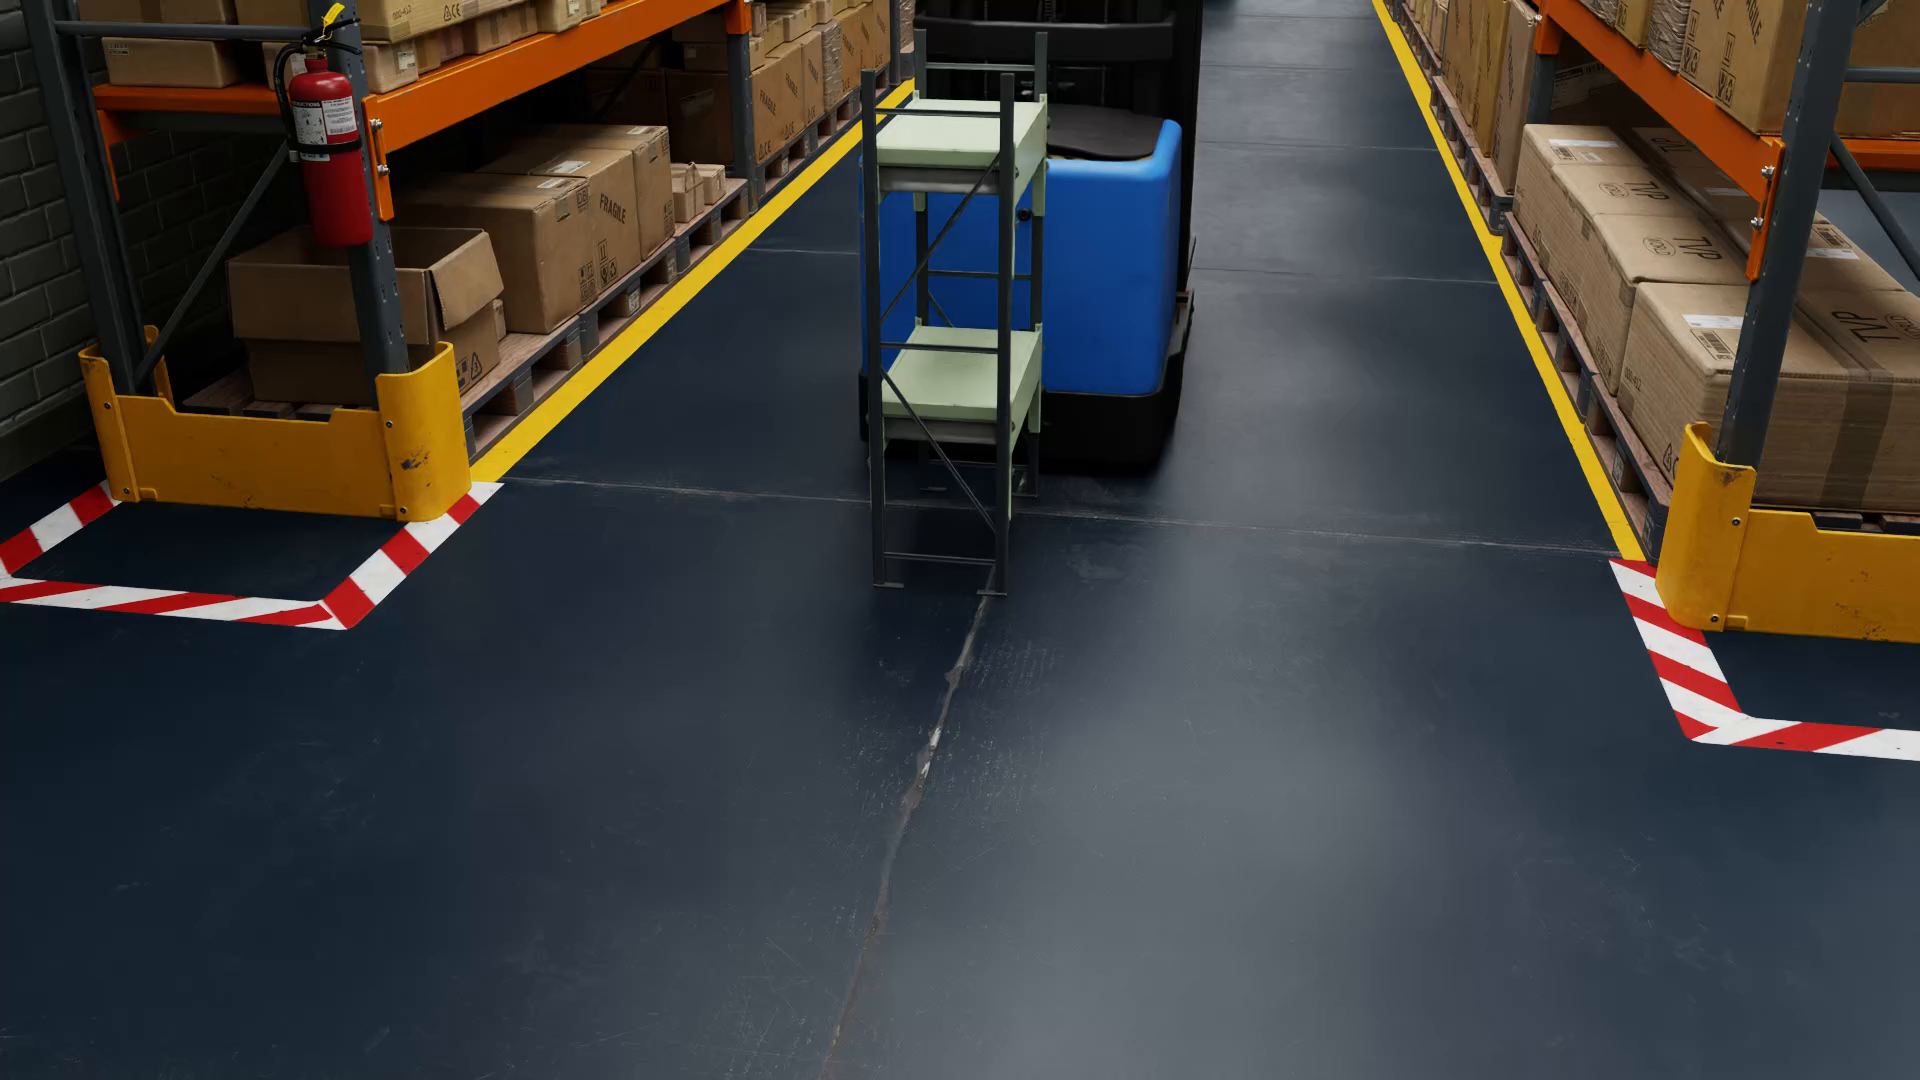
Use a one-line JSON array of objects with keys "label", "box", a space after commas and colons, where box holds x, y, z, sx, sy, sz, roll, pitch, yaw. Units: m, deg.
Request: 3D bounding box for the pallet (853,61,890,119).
[{"label": "pallet", "box": [-1.111, -3.265, 11.976, 1.003, 0.211, 1.213, 4, 25, 9]}]

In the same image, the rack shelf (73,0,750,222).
[{"label": "rack shelf", "box": [-1.933, -2.002, 6.838, 1.077, 0.370, 4.000, 4, 25, 9]}]

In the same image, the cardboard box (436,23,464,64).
[{"label": "cardboard box", "box": [-1.931, -1.718, 5.679, 0.380, 0.149, 0.250, 4, 25, 8]}]

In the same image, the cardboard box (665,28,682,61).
[{"label": "cardboard box", "box": [-1.792, -2.801, 9.383, 0.380, 0.149, 0.250, 4, 25, 9]}]

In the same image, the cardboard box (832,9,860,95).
[{"label": "cardboard box", "box": [-0.984, -3.276, 11.164, 0.500, 0.500, 0.500, 5, 26, 11]}]

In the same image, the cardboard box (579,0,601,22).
[{"label": "cardboard box", "box": [-1.653, -2.143, 6.587, 0.380, 0.149, 0.250, 5, 25, 10]}]

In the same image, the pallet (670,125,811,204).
[{"label": "pallet", "box": [-1.510, -2.244, 9.796, 1.003, 0.211, 1.213, 4, 25, 9]}]

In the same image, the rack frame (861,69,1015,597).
[{"label": "rack frame", "box": [-0.059, -0.529, 4.611, 0.400, 1.500, 0.023, 4, 25, 9]}]

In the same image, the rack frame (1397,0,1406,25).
[{"label": "rack frame", "box": [4.599, -6.168, 14.889, 1.000, 3.000, 0.127, 4, 25, 9]}]

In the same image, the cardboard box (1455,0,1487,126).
[{"label": "cardboard box", "box": [3.601, -3.067, 10.275, 0.875, 0.875, 0.875, 4, 25, 9]}]

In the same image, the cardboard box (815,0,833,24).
[{"label": "cardboard box", "box": [-1.027, -3.413, 10.690, 0.380, 0.149, 0.250, 3, 25, 6]}]

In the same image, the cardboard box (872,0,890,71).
[{"label": "cardboard box", "box": [-0.809, -3.704, 12.078, 0.500, 0.500, 0.500, 5, 26, 10]}]

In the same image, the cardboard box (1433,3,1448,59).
[{"label": "cardboard box", "box": [4.048, -3.731, 12.287, 0.950, 0.372, 0.625, 2, 25, 5]}]

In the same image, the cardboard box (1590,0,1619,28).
[{"label": "cardboard box", "box": [2.783, -2.272, 6.447, 0.500, 0.500, 0.500, 4, 25, 9]}]

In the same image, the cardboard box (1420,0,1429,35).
[{"label": "cardboard box", "box": [4.290, -4.357, 13.624, 0.950, 0.372, 0.625, 5, 26, 10]}]

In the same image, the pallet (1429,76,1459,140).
[{"label": "pallet", "box": [3.742, -2.908, 11.213, 1.003, 0.211, 1.213, 4, 25, 9]}]

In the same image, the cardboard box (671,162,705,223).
[{"label": "cardboard box", "box": [-1.465, -1.714, 8.103, 0.396, 0.266, 0.258, 5, 26, 10]}]

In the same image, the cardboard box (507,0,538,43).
[{"label": "cardboard box", "box": [-1.791, -1.931, 6.134, 0.380, 0.149, 0.250, 4, 25, 9]}]

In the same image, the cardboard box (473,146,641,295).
[{"label": "cardboard box", "box": [-1.703, -1.368, 7.087, 0.500, 0.500, 0.500, 4, 25, 9]}]

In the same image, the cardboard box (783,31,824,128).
[{"label": "cardboard box", "box": [-1.142, -2.841, 10.235, 0.500, 0.500, 0.500, 3, 25, 7]}]

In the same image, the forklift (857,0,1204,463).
[{"label": "forklift", "box": [0.414, -2.187, 6.465, 1.130, 2.935, 3.031, 4, 25, 9]}]

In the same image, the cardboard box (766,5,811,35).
[{"label": "cardboard box", "box": [-1.133, -3.198, 10.233, 0.380, 0.149, 0.250, 5, 26, 10]}]

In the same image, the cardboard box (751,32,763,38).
[{"label": "cardboard box", "box": [-1.316, -2.769, 9.316, 0.380, 0.149, 0.250, 3, 25, 7]}]

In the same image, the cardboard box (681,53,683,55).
[{"label": "cardboard box", "box": [-1.728, -2.655, 9.838, 0.500, 0.500, 0.500, 3, 25, 6]}]

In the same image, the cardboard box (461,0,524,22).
[{"label": "cardboard box", "box": [-1.837, -1.940, 5.683, 0.500, 0.250, 0.500, 4, 25, 9]}]

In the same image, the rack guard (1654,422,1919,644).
[{"label": "rack guard", "box": [2.634, -0.007, 4.676, 1.175, 0.500, 0.348, 4, 25, 9]}]

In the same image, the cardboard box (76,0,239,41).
[{"label": "cardboard box", "box": [-2.446, -1.769, 5.317, 0.500, 0.250, 0.500, 5, 26, 10]}]

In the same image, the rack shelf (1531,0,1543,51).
[{"label": "rack shelf", "box": [3.619, -3.333, 9.681, 1.077, 0.370, 4.000, 4, 25, 9]}]

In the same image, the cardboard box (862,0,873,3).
[{"label": "cardboard box", "box": [-0.797, -3.849, 11.623, 0.380, 0.149, 0.250, 3, 25, 6]}]

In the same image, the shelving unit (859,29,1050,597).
[{"label": "shelving unit", "box": [0.001, -0.682, 4.938, 0.431, 1.500, 0.755, 4, 25, 9]}]

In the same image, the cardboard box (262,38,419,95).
[{"label": "cardboard box", "box": [-1.935, -1.496, 5.205, 0.380, 0.149, 0.250, 4, 25, 8]}]

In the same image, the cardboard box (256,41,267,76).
[{"label": "cardboard box", "box": [-2.368, -1.637, 5.505, 0.380, 0.149, 0.250, 5, 26, 10]}]

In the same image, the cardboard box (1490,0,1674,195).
[{"label": "cardboard box", "box": [3.314, -2.315, 8.668, 0.875, 0.875, 0.875, 5, 26, 10]}]

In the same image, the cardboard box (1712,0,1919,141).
[{"label": "cardboard box", "box": [2.456, -1.415, 4.616, 0.500, 0.500, 0.500, 4, 25, 9]}]

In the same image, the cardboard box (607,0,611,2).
[{"label": "cardboard box", "box": [-1.685, -2.362, 7.055, 0.380, 0.149, 0.250, 4, 25, 9]}]

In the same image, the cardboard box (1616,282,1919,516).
[{"label": "cardboard box", "box": [2.647, -0.462, 5.226, 0.875, 0.438, 0.875, 3, 25, 7]}]

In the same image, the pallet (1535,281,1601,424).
[{"label": "pallet", "box": [2.893, -0.735, 6.571, 1.003, 0.211, 1.213, 4, 25, 9]}]

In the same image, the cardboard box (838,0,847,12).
[{"label": "cardboard box", "box": [-0.971, -3.635, 11.165, 0.380, 0.149, 0.250, 5, 26, 10]}]

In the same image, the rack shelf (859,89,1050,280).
[{"label": "rack shelf", "box": [0.001, -1.036, 4.773, 0.431, 0.370, 0.720, 4, 25, 9]}]

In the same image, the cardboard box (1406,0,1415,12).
[{"label": "cardboard box", "box": [4.516, -4.949, 14.888, 0.950, 0.372, 0.625, 4, 25, 9]}]

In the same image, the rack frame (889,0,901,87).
[{"label": "rack frame", "box": [-0.952, -4.838, 12.047, 1.000, 3.000, 0.127, 4, 25, 9]}]

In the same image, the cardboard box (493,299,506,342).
[{"label": "cardboard box", "box": [-1.958, -0.815, 6.320, 0.380, 0.149, 0.250, 3, 25, 6]}]

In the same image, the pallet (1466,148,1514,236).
[{"label": "pallet", "box": [3.344, -1.887, 9.033, 1.003, 0.211, 1.213, 4, 25, 9]}]

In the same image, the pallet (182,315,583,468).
[{"label": "pallet", "box": [-2.118, -0.594, 6.270, 1.003, 0.211, 1.213, 4, 25, 9]}]

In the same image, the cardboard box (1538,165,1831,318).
[{"label": "cardboard box", "box": [2.938, -1.222, 6.850, 0.875, 0.438, 0.875, 3, 25, 7]}]

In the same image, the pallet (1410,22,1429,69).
[{"label": "pallet", "box": [4.276, -4.068, 13.691, 1.003, 0.211, 1.213, 4, 25, 9]}]

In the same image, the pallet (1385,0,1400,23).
[{"label": "pallet", "box": [4.674, -5.189, 16.086, 1.003, 0.211, 1.213, 4, 25, 9]}]

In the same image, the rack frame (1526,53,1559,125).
[{"label": "rack frame", "box": [3.292, -2.822, 7.741, 1.000, 3.000, 0.127, 4, 25, 9]}]

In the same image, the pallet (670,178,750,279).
[{"label": "pallet", "box": [-1.719, -1.614, 8.450, 1.003, 0.211, 1.213, 4, 25, 9]}]

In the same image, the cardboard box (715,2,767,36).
[{"label": "cardboard box", "box": [-1.290, -2.895, 9.233, 0.380, 0.149, 0.250, 3, 25, 6]}]

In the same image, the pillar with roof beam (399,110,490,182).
[{"label": "pillar with roof beam", "box": [1.638, -5.355, 6.075, 9.100, 9.000, 0.400, 4, 25, 9]}]

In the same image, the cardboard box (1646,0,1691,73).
[{"label": "cardboard box", "box": [2.627, -1.839, 5.523, 0.500, 0.500, 0.500, 5, 26, 10]}]

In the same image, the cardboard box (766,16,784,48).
[{"label": "cardboard box", "box": [-1.254, -2.993, 9.794, 0.380, 0.149, 0.250, 4, 25, 8]}]

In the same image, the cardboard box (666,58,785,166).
[{"label": "cardboard box", "box": [-1.305, -2.409, 9.312, 0.500, 0.500, 0.500, 5, 26, 11]}]
